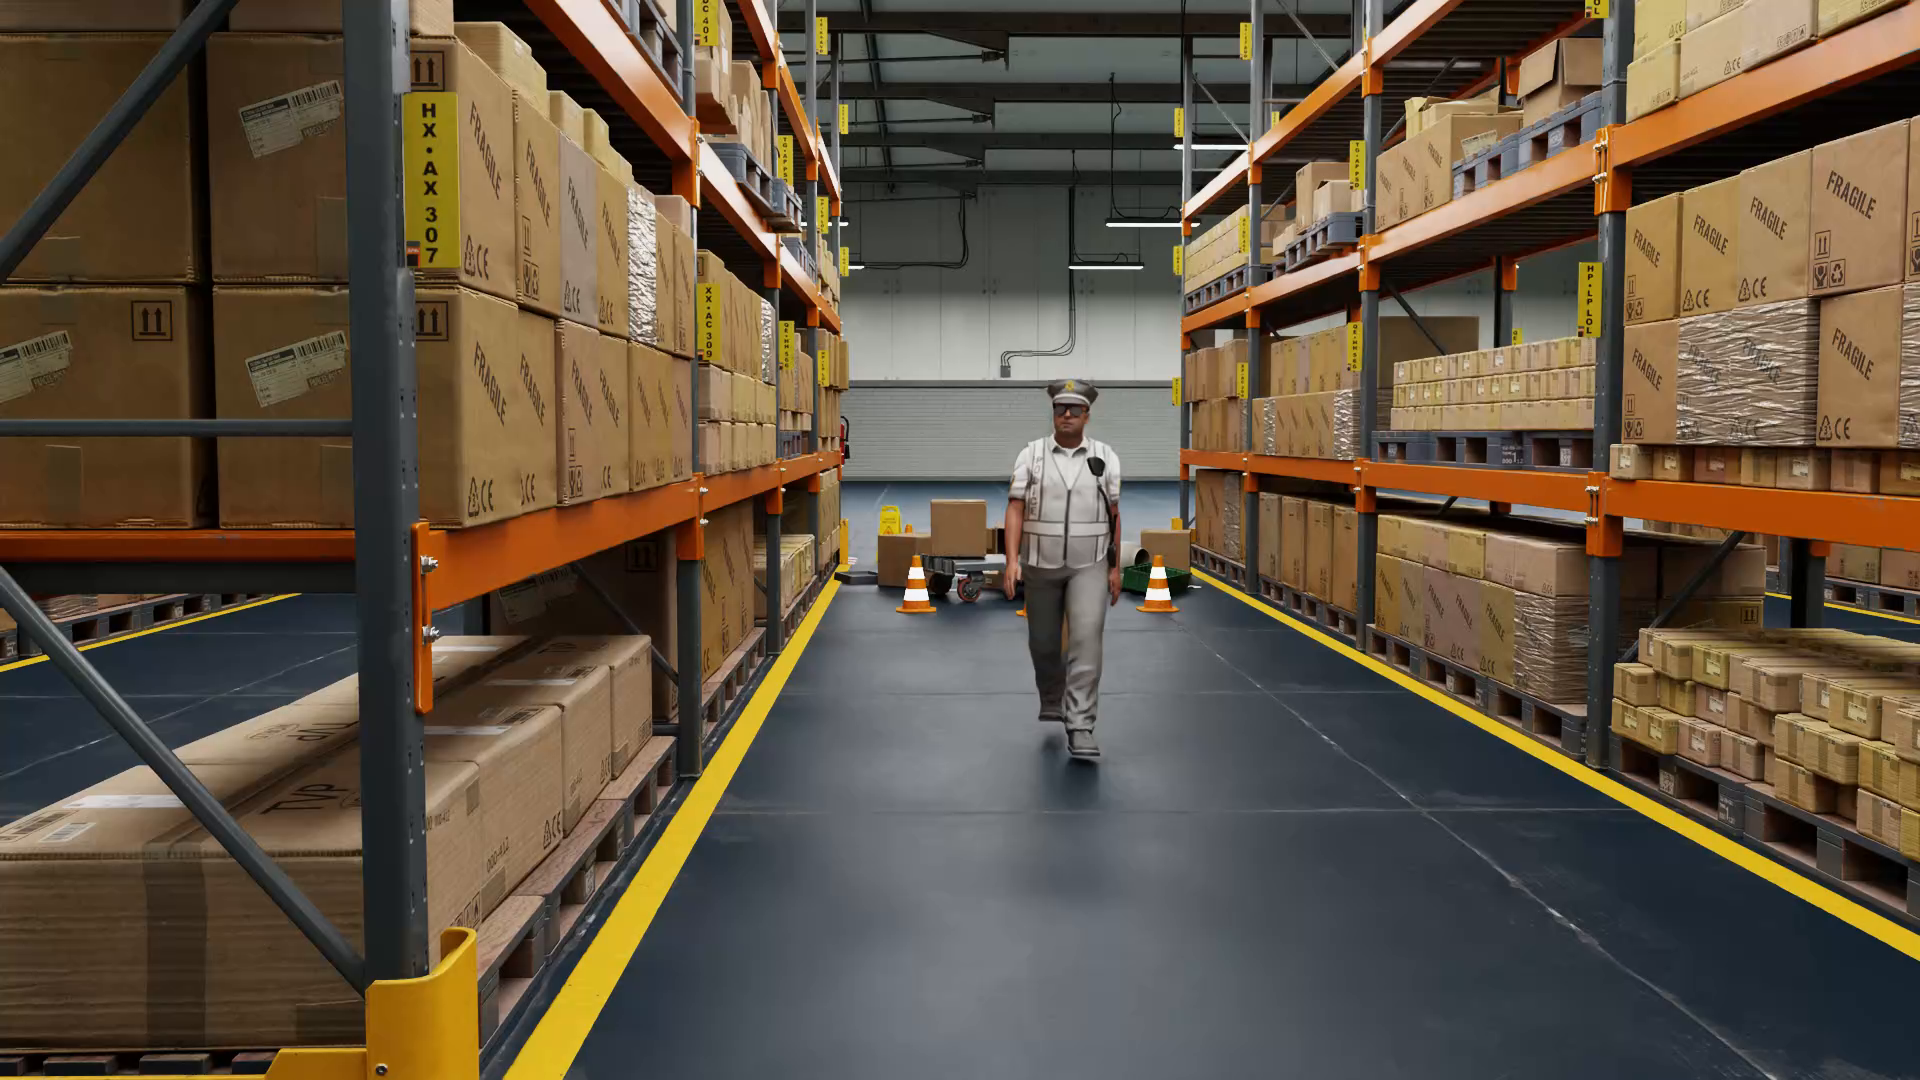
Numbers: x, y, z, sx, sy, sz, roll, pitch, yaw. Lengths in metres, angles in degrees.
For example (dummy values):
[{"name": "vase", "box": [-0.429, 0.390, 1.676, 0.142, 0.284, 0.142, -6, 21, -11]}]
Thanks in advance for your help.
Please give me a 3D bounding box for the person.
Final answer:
[{"name": "person", "box": [0.490, 0.098, 7.896, 0.557, 1.725, 1.015, 0, 4, 5]}]
